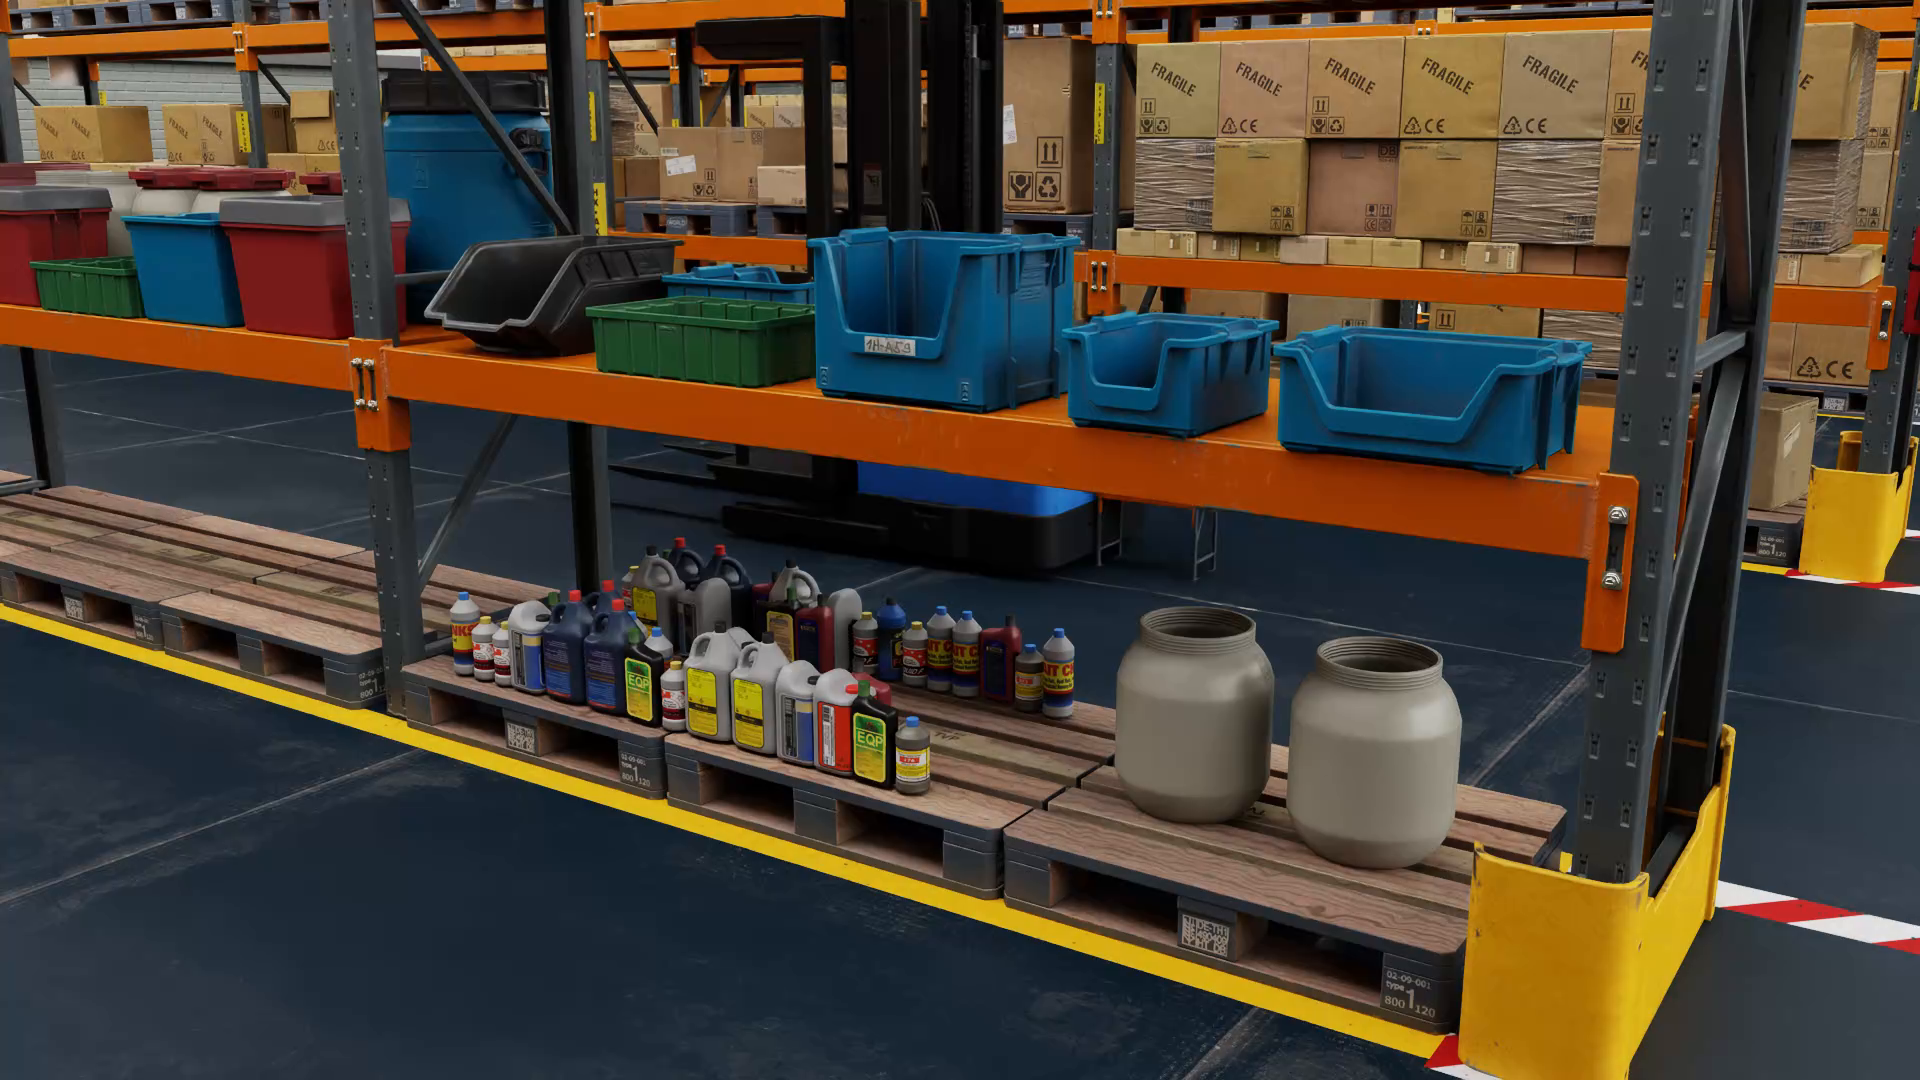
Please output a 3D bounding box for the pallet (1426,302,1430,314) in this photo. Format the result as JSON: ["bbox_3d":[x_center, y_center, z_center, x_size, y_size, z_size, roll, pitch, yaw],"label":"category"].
[{"bbox_3d":[5.967,-2.647,18.575,1.213,0.211,1.003,9,17,33],"label":"pallet"}]

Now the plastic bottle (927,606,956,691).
[{"bbox_3d":[-0.060,0.350,5.429,0.097,0.271,0.097,0,14,0],"label":"plastic bottle"}]

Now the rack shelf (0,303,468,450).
[{"bbox_3d":[-3.341,-0.852,7.018,4.000,0.370,1.077,9,17,33],"label":"rack shelf"}]

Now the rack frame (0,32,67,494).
[{"bbox_3d":[-5.000,-1.469,8.015,0.127,3.000,1.000,9,17,33],"label":"rack frame"}]

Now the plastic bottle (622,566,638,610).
[{"bbox_3d":[-1.206,0.199,6.186,0.097,0.201,0.097,0,14,0],"label":"plastic bottle"}]

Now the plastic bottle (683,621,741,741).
[{"bbox_3d":[-0.734,0.413,5.010,0.185,0.351,0.144,9,17,32],"label":"plastic bottle"}]

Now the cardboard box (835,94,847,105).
[{"bbox_3d":[-1.483,-5.980,22.598,0.250,0.149,0.380,9,16,32],"label":"cardboard box"}]

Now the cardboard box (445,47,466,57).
[{"bbox_3d":[-5.792,-5.777,19.487,0.500,0.250,0.500,10,17,35],"label":"cardboard box"}]

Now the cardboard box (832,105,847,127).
[{"bbox_3d":[-1.414,-5.647,22.604,0.500,0.500,0.500,9,17,34],"label":"cardboard box"}]

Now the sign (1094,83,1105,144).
[{"bbox_3d":[0.776,-2.371,9.249,0.005,0.325,0.100,9,17,33],"label":"sign"}]

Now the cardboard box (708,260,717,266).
[{"bbox_3d":[-2.873,-3.165,18.686,0.250,0.149,0.380,10,17,35],"label":"cardboard box"}]

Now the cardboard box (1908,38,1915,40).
[{"bbox_3d":[9.054,-4.755,15.570,0.250,0.149,0.380,10,17,34],"label":"cardboard box"}]

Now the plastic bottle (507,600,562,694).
[{"bbox_3d":[-1.378,0.344,5.444,0.135,0.276,0.152,10,17,35],"label":"plastic bottle"}]

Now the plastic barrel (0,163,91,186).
[{"bbox_3d":[-4.446,-1.533,7.991,0.708,0.536,0.600,9,17,33],"label":"plastic barrel"}]

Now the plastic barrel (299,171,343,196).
[{"bbox_3d":[-2.353,-1.171,6.527,0.433,0.535,0.433,0,14,0],"label":"plastic barrel"}]

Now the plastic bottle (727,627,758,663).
[{"bbox_3d":[-0.672,0.416,5.151,0.135,0.276,0.152,9,17,33],"label":"plastic bottle"}]

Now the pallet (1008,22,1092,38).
[{"bbox_3d":[1.180,-4.721,15.301,1.003,0.211,1.213,10,17,35],"label":"pallet"}]

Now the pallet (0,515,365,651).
[{"bbox_3d":[-3.371,0.160,7.238,1.213,0.211,1.003,9,17,33],"label":"pallet"}]

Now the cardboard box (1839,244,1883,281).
[{"bbox_3d":[4.299,-1.348,8.047,0.250,0.149,0.380,9,17,33],"label":"cardboard box"}]

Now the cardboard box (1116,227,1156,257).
[{"bbox_3d":[1.093,-1.709,9.509,0.250,0.149,0.380,9,17,33],"label":"cardboard box"}]

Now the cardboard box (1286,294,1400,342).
[{"bbox_3d":[3.370,-2.073,14.262,0.750,0.750,1.050,9,17,33],"label":"cardboard box"}]

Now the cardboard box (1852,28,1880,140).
[{"bbox_3d":[4.098,-2.190,8.020,0.500,0.500,0.500,9,17,33],"label":"cardboard box"}]

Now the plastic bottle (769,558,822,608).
[{"bbox_3d":[-0.559,0.238,5.718,0.185,0.351,0.144,9,17,32],"label":"plastic bottle"}]

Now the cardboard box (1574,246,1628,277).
[{"bbox_3d":[3.224,-1.394,8.235,0.250,0.149,0.380,9,17,33],"label":"cardboard box"}]

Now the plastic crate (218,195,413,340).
[{"bbox_3d":[-2.254,-0.968,5.856,0.583,0.464,0.402,9,17,33],"label":"plastic crate"}]

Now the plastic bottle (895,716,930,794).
[{"bbox_3d":[-0.131,0.590,4.606,0.097,0.201,0.097,0,14,0],"label":"plastic bottle"}]

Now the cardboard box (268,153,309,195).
[{"bbox_3d":[-5.313,-2.930,13.709,0.500,0.500,0.500,9,17,33],"label":"cardboard box"}]

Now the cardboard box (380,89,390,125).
[{"bbox_3d":[-4.458,-3.350,13.318,0.637,0.503,0.797,9,17,33],"label":"cardboard box"}]

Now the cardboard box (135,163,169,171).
[{"bbox_3d":[-6.923,-3.209,14.736,0.500,0.250,0.500,10,17,34],"label":"cardboard box"}]

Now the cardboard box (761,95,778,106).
[{"bbox_3d":[-2.566,-6.141,23.249,0.250,0.149,0.380,9,16,31],"label":"cardboard box"}]

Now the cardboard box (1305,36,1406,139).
[{"bbox_3d":[2.145,-2.353,8.680,0.500,0.500,0.500,9,17,33],"label":"cardboard box"}]

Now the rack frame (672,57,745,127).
[{"bbox_3d":[-2.703,-3.968,18.112,0.127,3.000,1.000,9,17,33],"label":"rack frame"}]

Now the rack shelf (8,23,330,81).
[{"bbox_3d":[-7.215,-4.368,14.981,4.000,0.370,1.077,9,17,33],"label":"rack shelf"}]

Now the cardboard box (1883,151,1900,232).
[{"bbox_3d":[6.921,-2.473,11.757,0.550,0.550,0.875,9,17,33],"label":"cardboard box"}]

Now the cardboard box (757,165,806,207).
[{"bbox_3d":[-0.974,-2.317,10.879,0.500,0.250,0.500,9,16,31],"label":"cardboard box"}]

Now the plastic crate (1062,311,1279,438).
[{"bbox_3d":[0.520,-0.420,4.086,0.408,0.251,0.499,9,17,33],"label":"plastic crate"}]

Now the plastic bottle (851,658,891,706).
[{"bbox_3d":[-0.266,0.489,4.841,0.133,0.283,0.061,9,17,33],"label":"plastic bottle"}]

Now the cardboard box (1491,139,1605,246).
[{"bbox_3d":[3.088,-1.775,8.423,0.500,0.500,0.875,9,17,33],"label":"cardboard box"}]

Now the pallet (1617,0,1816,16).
[{"bbox_3d":[5.616,-4.033,12.315,1.213,0.211,1.003,9,17,33],"label":"pallet"}]

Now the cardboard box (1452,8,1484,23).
[{"bbox_3d":[5.631,-5.602,17.905,0.500,0.250,0.500,9,17,33],"label":"cardboard box"}]

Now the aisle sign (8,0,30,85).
[{"bbox_3d":[-9.102,-4.741,15.824,0.004,0.787,0.394,9,17,33],"label":"aisle sign"}]

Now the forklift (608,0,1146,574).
[{"bbox_3d":[-0.601,-1.513,8.336,3.031,2.935,1.130,9,16,31],"label":"forklift"}]

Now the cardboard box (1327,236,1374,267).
[{"bbox_3d":[2.144,-1.547,8.852,0.250,0.149,0.380,9,17,33],"label":"cardboard box"}]

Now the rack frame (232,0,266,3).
[{"bbox_3d":[-5.555,-5.905,13.451,0.127,3.000,1.000,9,17,33],"label":"rack frame"}]

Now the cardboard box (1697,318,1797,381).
[{"bbox_3d":[5.923,-1.727,12.605,0.875,0.875,0.875,9,16,32],"label":"cardboard box"}]

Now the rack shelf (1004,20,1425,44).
[{"bbox_3d":[2.275,-4.271,14.587,4.000,0.370,1.077,9,17,33],"label":"rack shelf"}]

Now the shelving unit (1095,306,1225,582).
[{"bbox_3d":[0.913,-0.448,7.635,0.503,1.200,0.258,9,16,31],"label":"shelving unit"}]

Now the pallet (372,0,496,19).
[{"bbox_3d":[-3.730,-4.046,12.576,1.213,0.211,1.003,10,17,35],"label":"pallet"}]

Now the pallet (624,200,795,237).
[{"bbox_3d":[-1.585,-2.289,11.727,1.003,0.211,1.213,9,17,33],"label":"pallet"}]

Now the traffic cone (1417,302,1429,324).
[{"bbox_3d":[4.803,-2.552,17.669,0.334,0.463,0.336,9,17,33],"label":"traffic cone"}]

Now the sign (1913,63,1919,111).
[{"bbox_3d":[4.076,-1.991,7.057,0.005,0.325,0.100,9,17,33],"label":"sign"}]

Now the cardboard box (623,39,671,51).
[{"bbox_3d":[-3.261,-5.364,17.818,0.500,0.250,0.500,10,17,34],"label":"cardboard box"}]

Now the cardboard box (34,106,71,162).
[{"bbox_3d":[-8.212,-3.780,15.482,0.500,0.500,0.500,9,16,31],"label":"cardboard box"}]

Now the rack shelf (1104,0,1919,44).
[{"bbox_3d":[2.742,-2.759,8.480,4.000,0.370,1.077,9,17,33],"label":"rack shelf"}]
